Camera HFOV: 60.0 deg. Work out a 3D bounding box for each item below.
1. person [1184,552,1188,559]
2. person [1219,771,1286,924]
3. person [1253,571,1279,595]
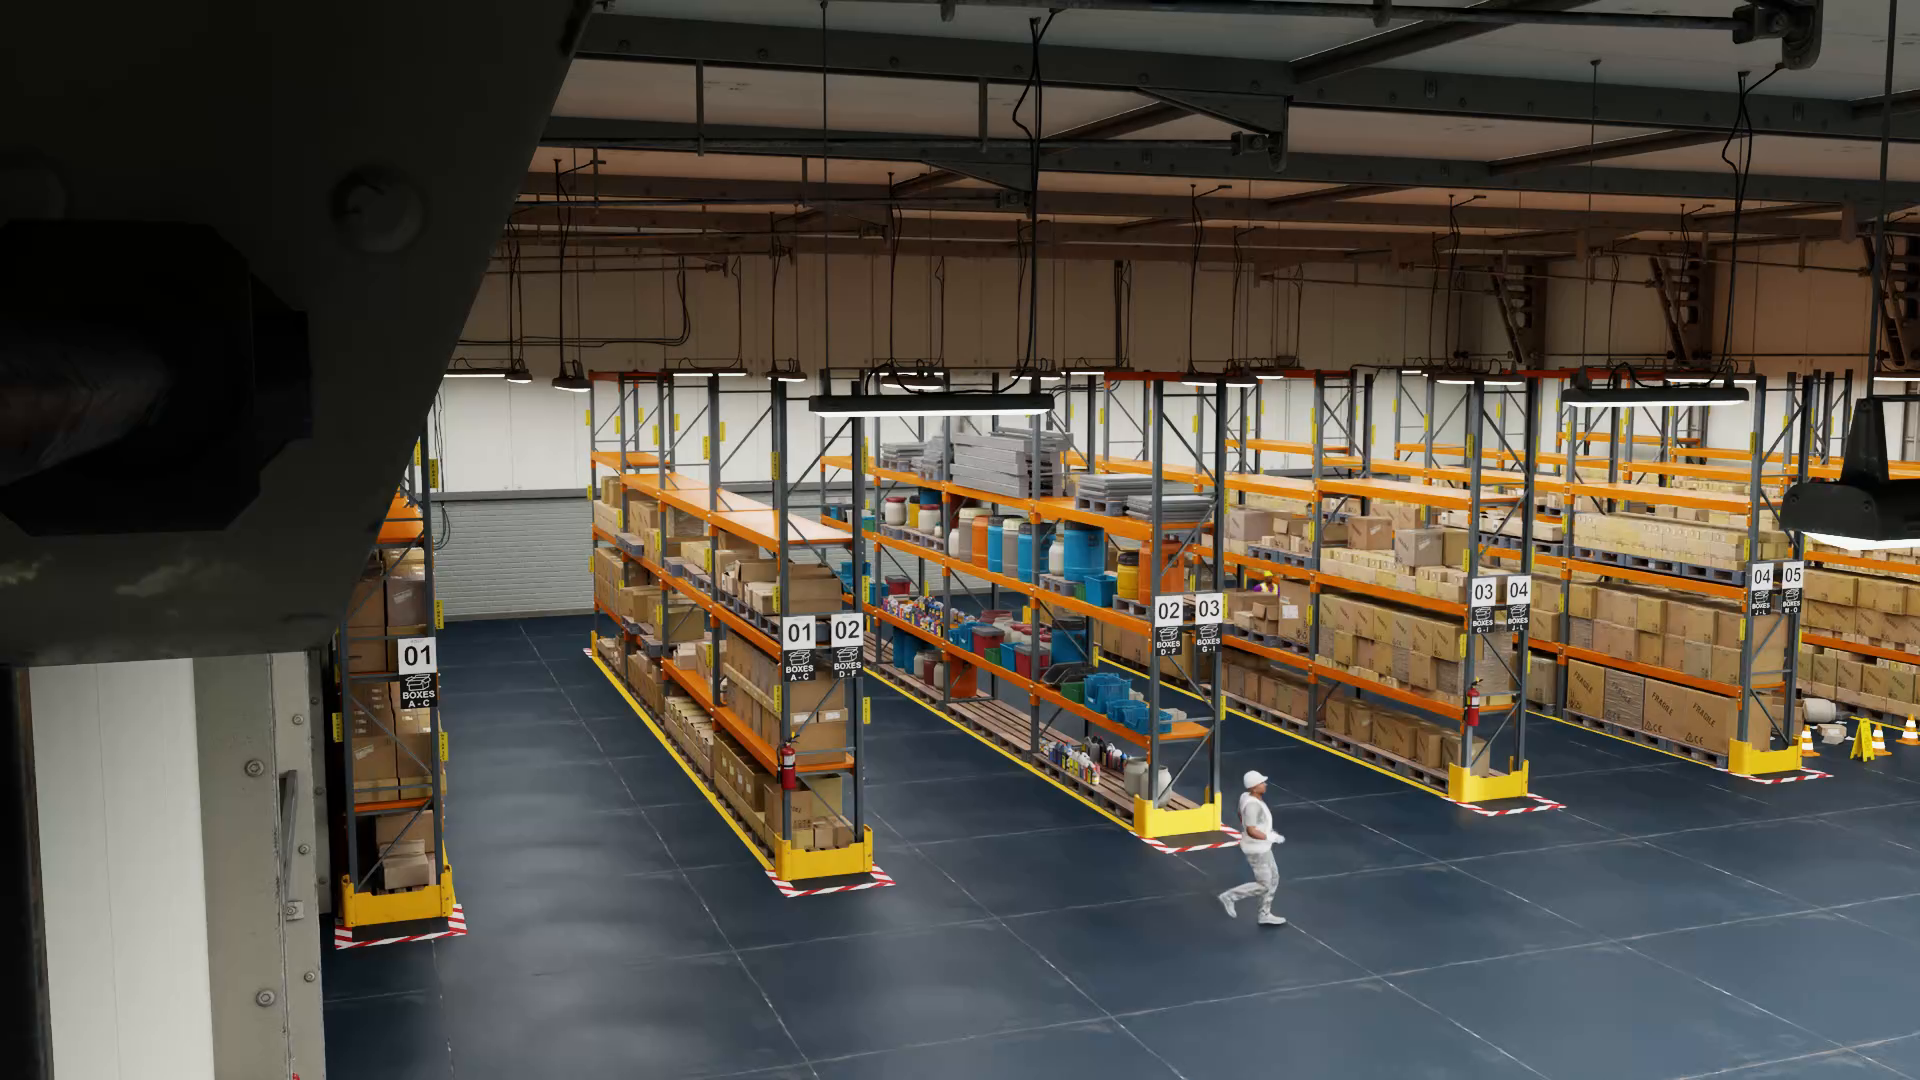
[{"bbox_3d":[5.168,1.116,39.368,0.749,1.660,0.583,-1,6,-6],"label":"person"},{"bbox_3d":[3.253,3.413,18.448,0.748,1.740,0.689,1,6,6],"label":"person"},{"bbox_3d":[6.601,1.515,35.479,0.700,1.720,0.595,-2,7,-18],"label":"person"}]
